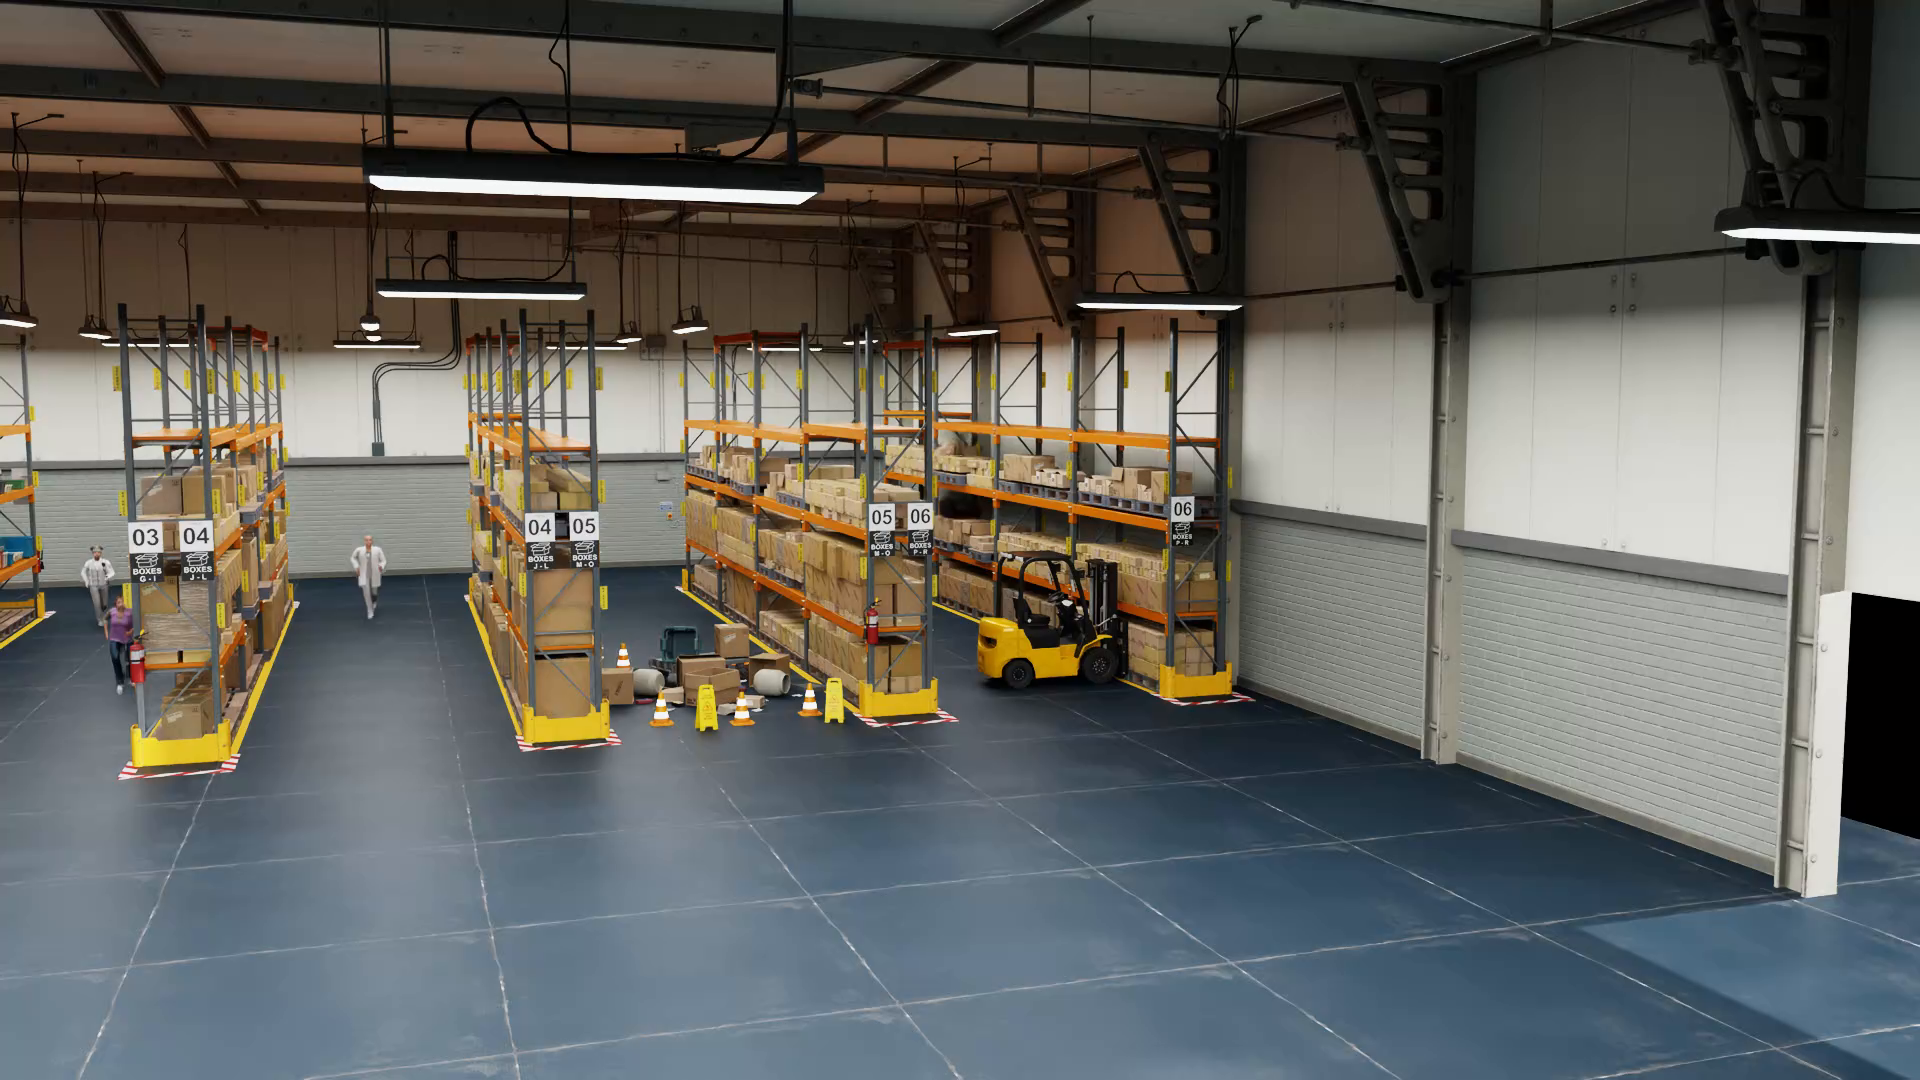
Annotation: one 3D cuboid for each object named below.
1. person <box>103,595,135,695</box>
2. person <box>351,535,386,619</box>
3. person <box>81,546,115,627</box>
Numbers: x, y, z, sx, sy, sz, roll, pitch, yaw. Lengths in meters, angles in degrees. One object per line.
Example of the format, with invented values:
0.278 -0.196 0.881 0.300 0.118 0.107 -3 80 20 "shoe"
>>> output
-13.581 1.670 26.968 0.566 1.573 0.841 -2 6 -20 "person"
-12.636 0.772 35.548 0.711 1.765 0.880 -2 6 -20 "person"
-17.729 0.930 34.215 0.613 1.658 0.677 -3 6 -28 "person"
